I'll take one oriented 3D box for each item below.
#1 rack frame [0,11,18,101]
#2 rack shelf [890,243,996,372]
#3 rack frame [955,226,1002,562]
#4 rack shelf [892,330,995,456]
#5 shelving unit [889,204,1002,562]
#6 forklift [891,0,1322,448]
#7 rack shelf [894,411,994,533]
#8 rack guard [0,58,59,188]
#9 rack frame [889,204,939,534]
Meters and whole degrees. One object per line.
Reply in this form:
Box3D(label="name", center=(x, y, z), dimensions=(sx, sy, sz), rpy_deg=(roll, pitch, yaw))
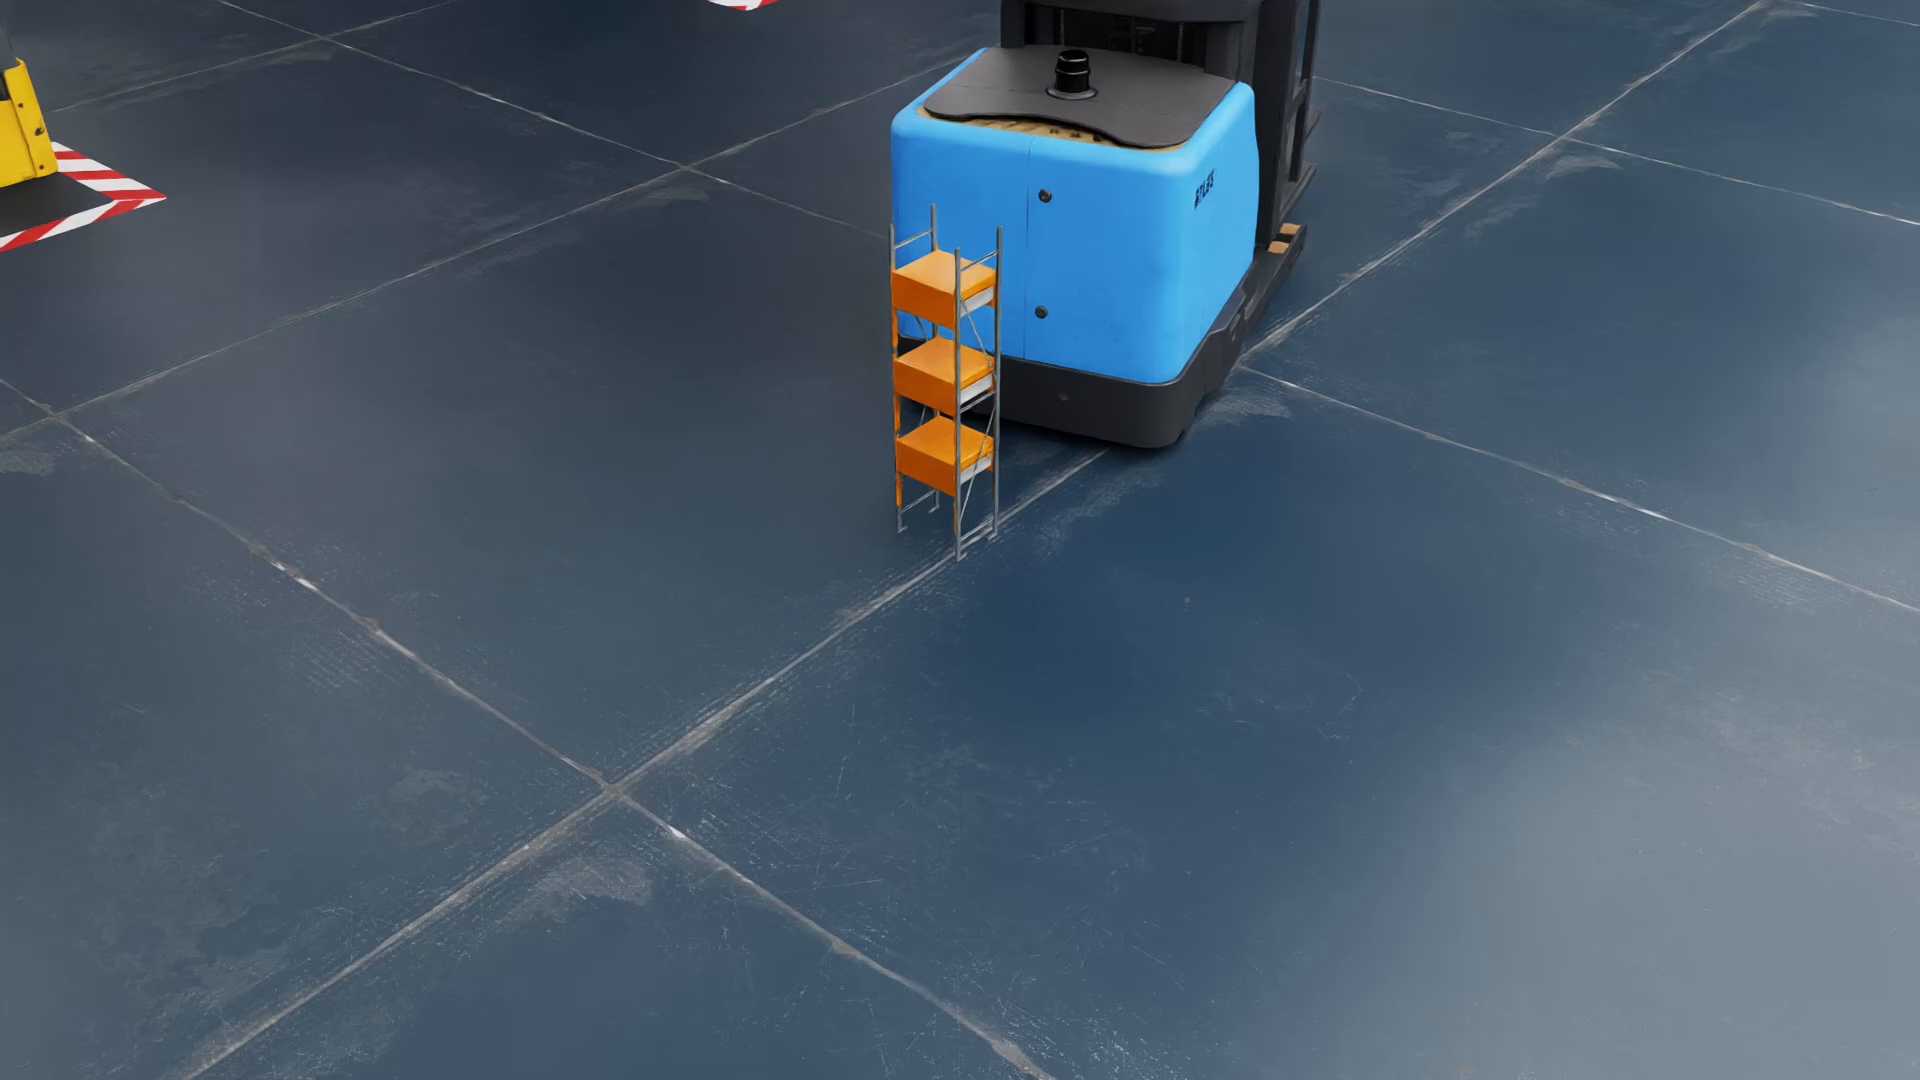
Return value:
Box3D(label="rack frame", center=(-4.602, -2.766, 6.629), dimensions=(0.127, 3.000, 1.000), rpy_deg=(25, 42, 32))
Box3D(label="rack shelf", center=(-0.041, -0.677, 4.826), dimensions=(0.240, 0.259, 0.215), rpy_deg=(25, 42, 32))
Box3D(label="rack frame", center=(0.053, -0.408, 4.917), dimensions=(0.008, 1.050, 0.200), rpy_deg=(25, 42, 32))
Box3D(label="rack shelf", center=(-0.041, -0.443, 4.987), dimensions=(0.240, 0.259, 0.215), rpy_deg=(25, 42, 32))
Box3D(label="shelving unit", center=(-0.041, -0.452, 4.981), dimensions=(0.252, 1.050, 0.215), rpy_deg=(25, 42, 32))
Box3D(label="forklift", center=(0.798, -2.342, 6.071), dimensions=(1.130, 2.935, 3.031), rpy_deg=(13, 37, 19))
Box3D(label="rack shelf", center=(-0.041, -0.214, 5.144), dimensions=(0.240, 0.259, 0.215), rpy_deg=(25, 42, 32))
Box3D(label="rack guard", center=(-4.691, -1.743, 7.347), dimensions=(0.348, 0.500, 1.175), rpy_deg=(25, 42, 32))
Box3D(label="rack frame", center=(-0.135, -0.496, 5.045), dimensions=(0.008, 1.050, 0.200), rpy_deg=(25, 42, 32))
